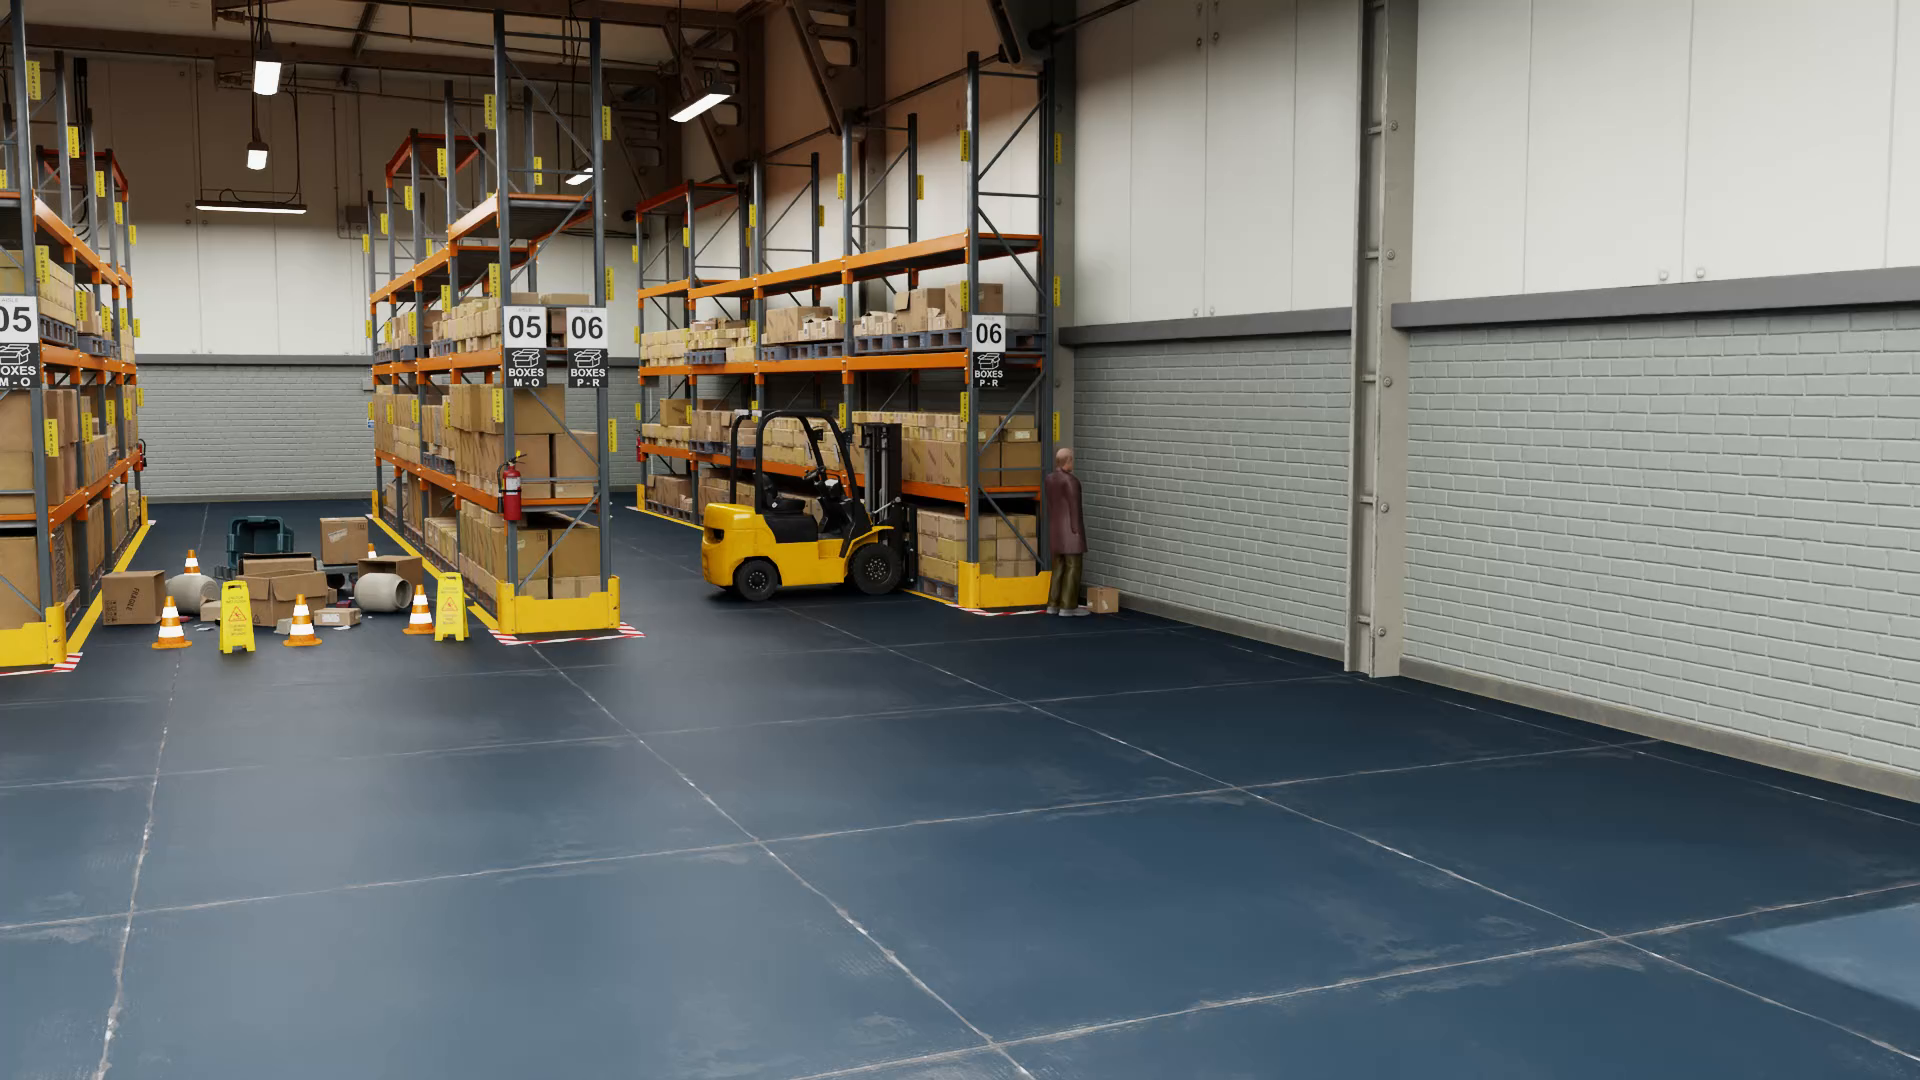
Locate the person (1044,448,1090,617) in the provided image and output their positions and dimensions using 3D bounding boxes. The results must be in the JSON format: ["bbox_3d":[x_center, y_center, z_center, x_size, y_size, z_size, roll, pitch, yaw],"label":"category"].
[{"bbox_3d":[1.134,-0.087,17.674,0.377,1.774,0.562,-3,6,-30],"label":"person"}]
